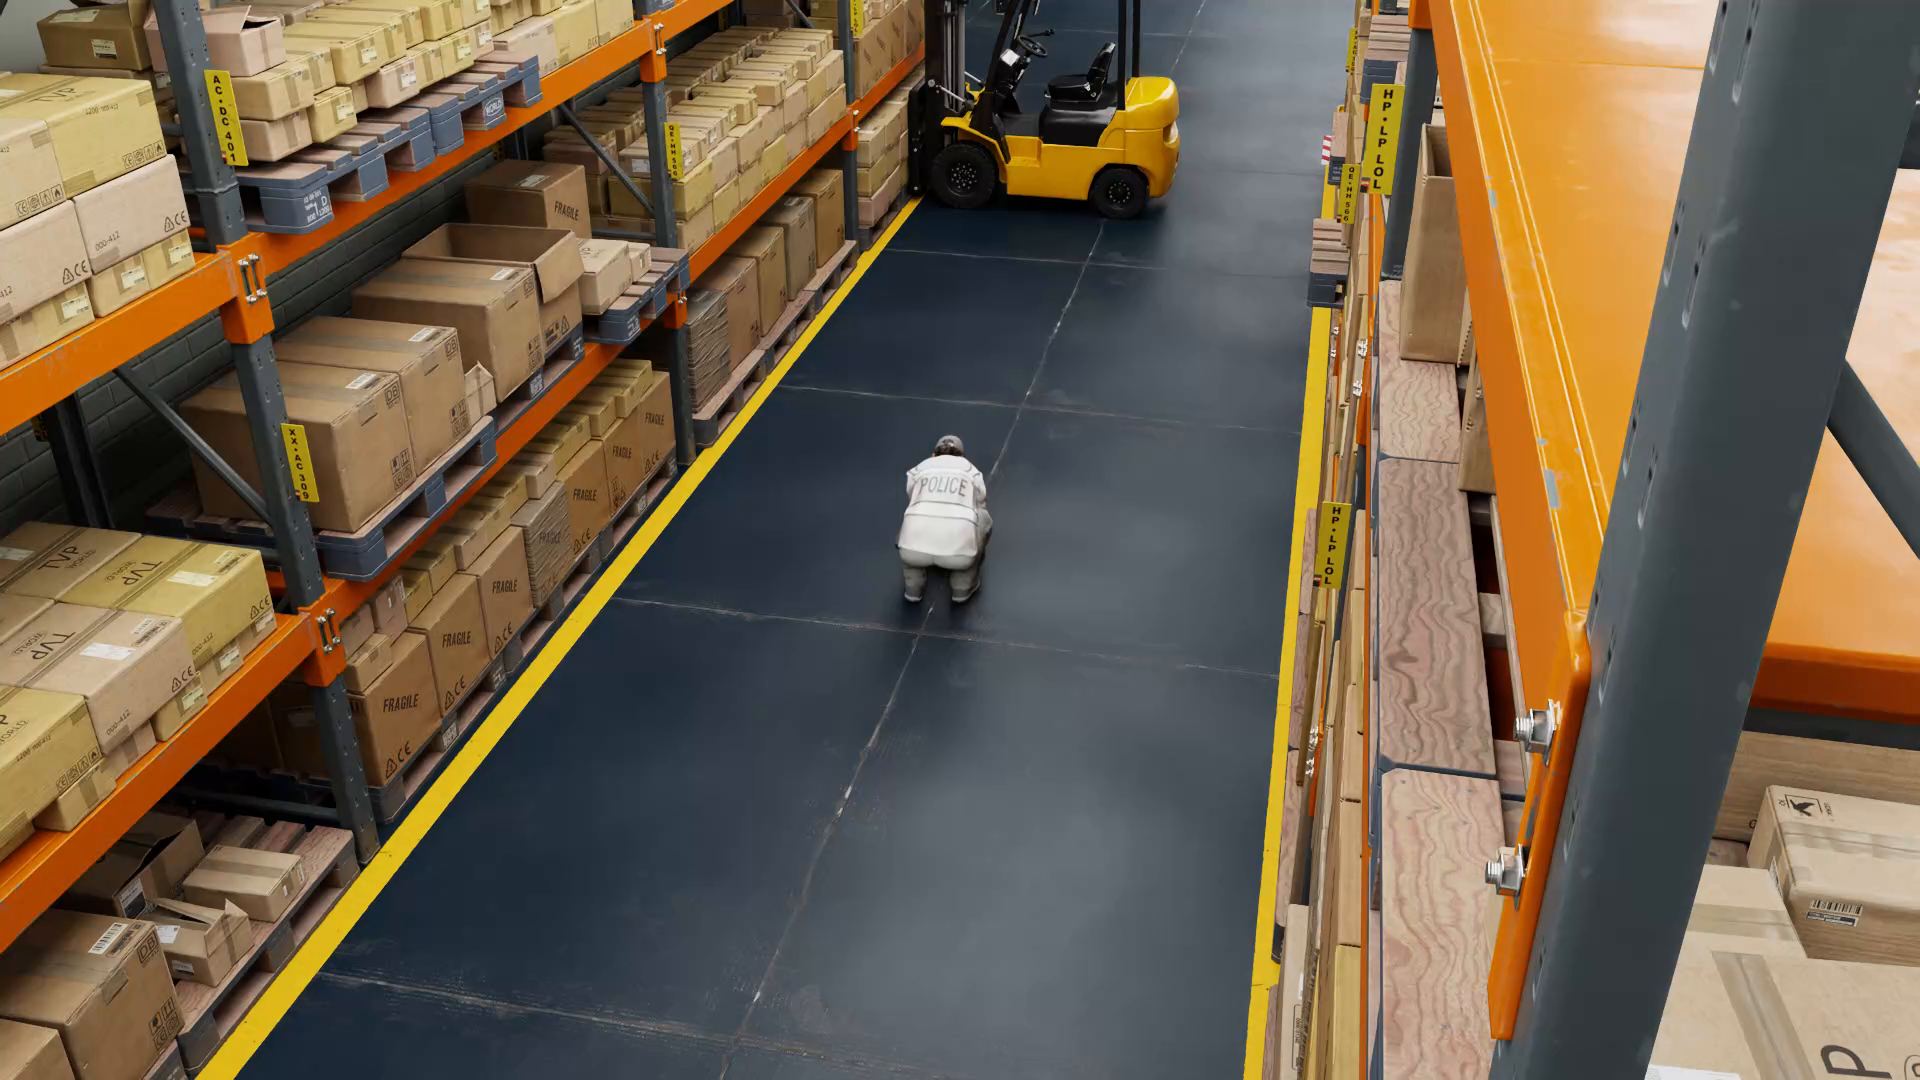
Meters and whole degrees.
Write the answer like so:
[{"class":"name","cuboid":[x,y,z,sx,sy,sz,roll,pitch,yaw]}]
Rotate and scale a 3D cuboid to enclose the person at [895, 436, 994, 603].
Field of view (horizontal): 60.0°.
[{"class":"person","cuboid":[-0.087,-0.060,9.259,0.518,0.818,0.899,6,29,10]}]
